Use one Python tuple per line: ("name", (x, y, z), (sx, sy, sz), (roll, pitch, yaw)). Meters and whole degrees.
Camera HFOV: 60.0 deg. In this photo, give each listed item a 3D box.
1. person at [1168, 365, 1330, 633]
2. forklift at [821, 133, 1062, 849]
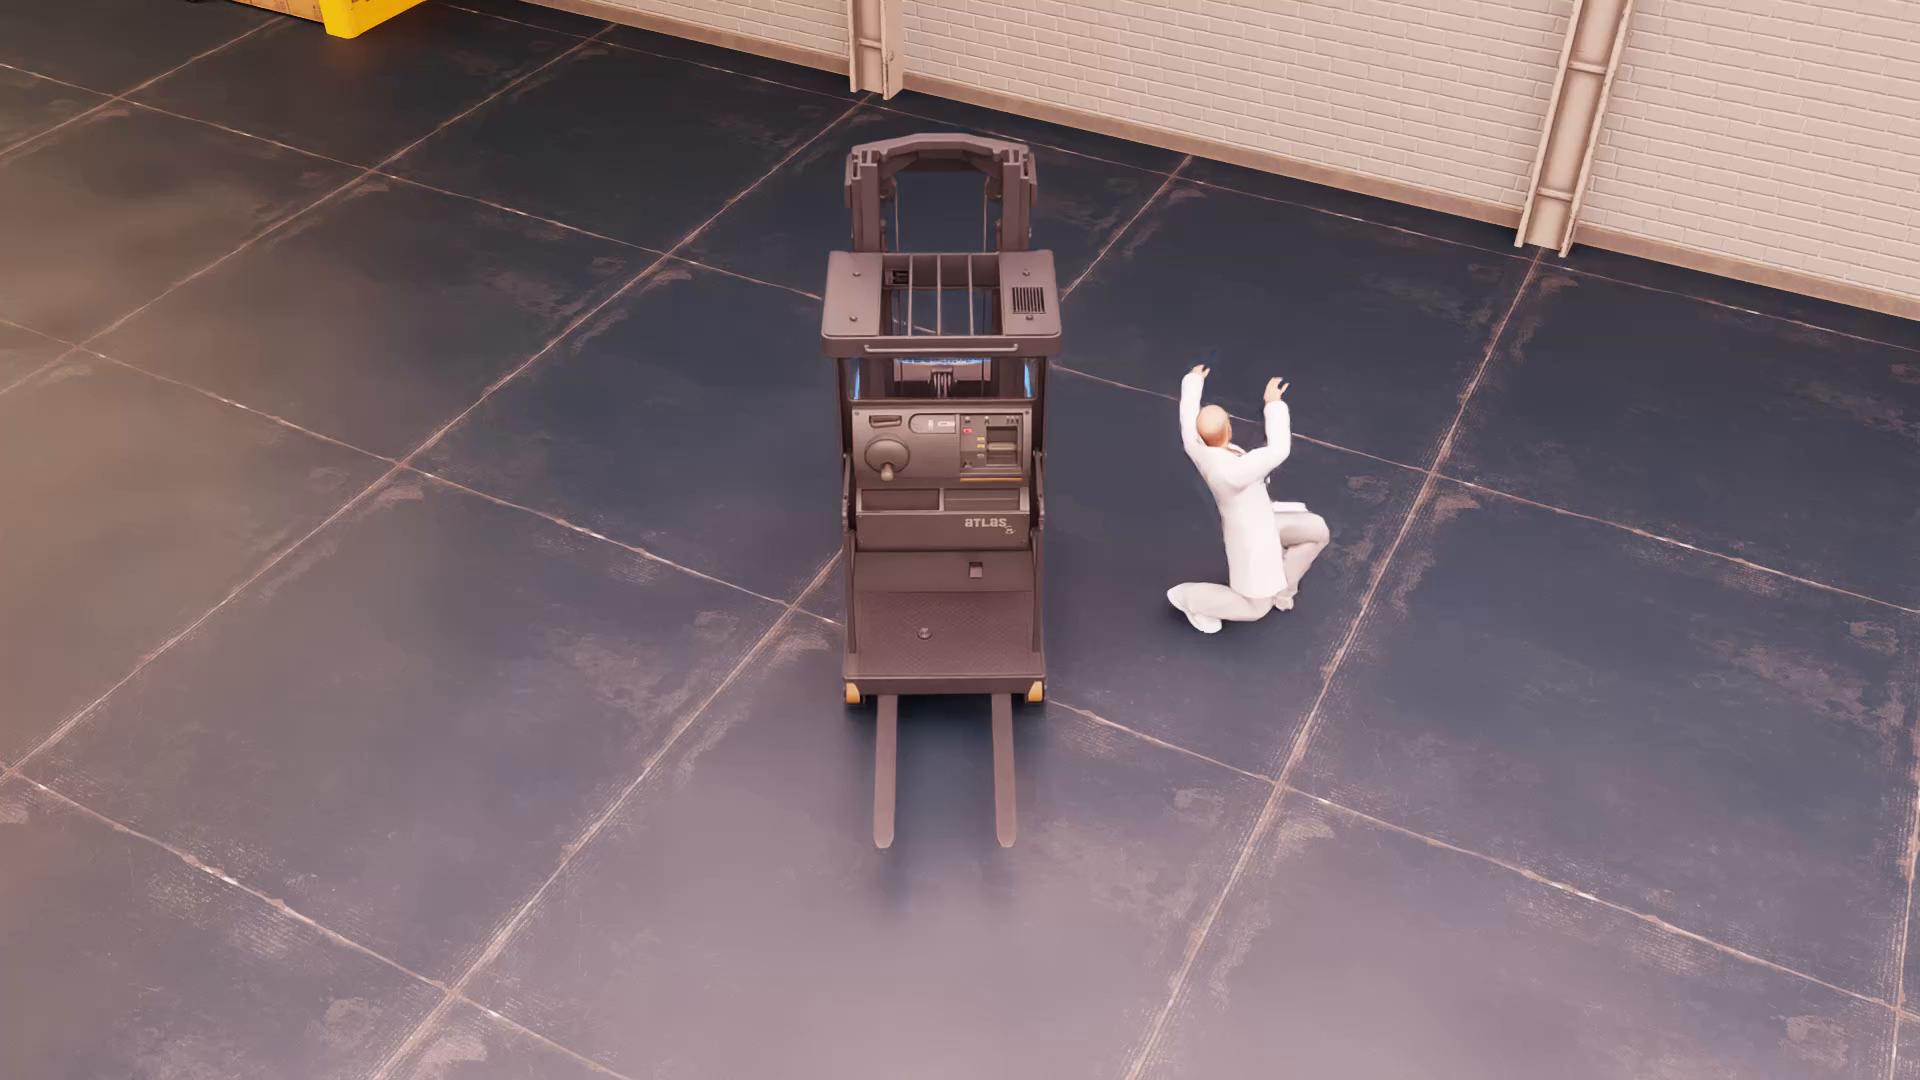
("person", (1.661, -0.301, 9.408), (0.892, 1.645, 1.169), (3, 40, 3))
("forklift", (-0.088, -0.423, 8.489), (1.130, 2.935, 3.031), (0, 40, 0))
